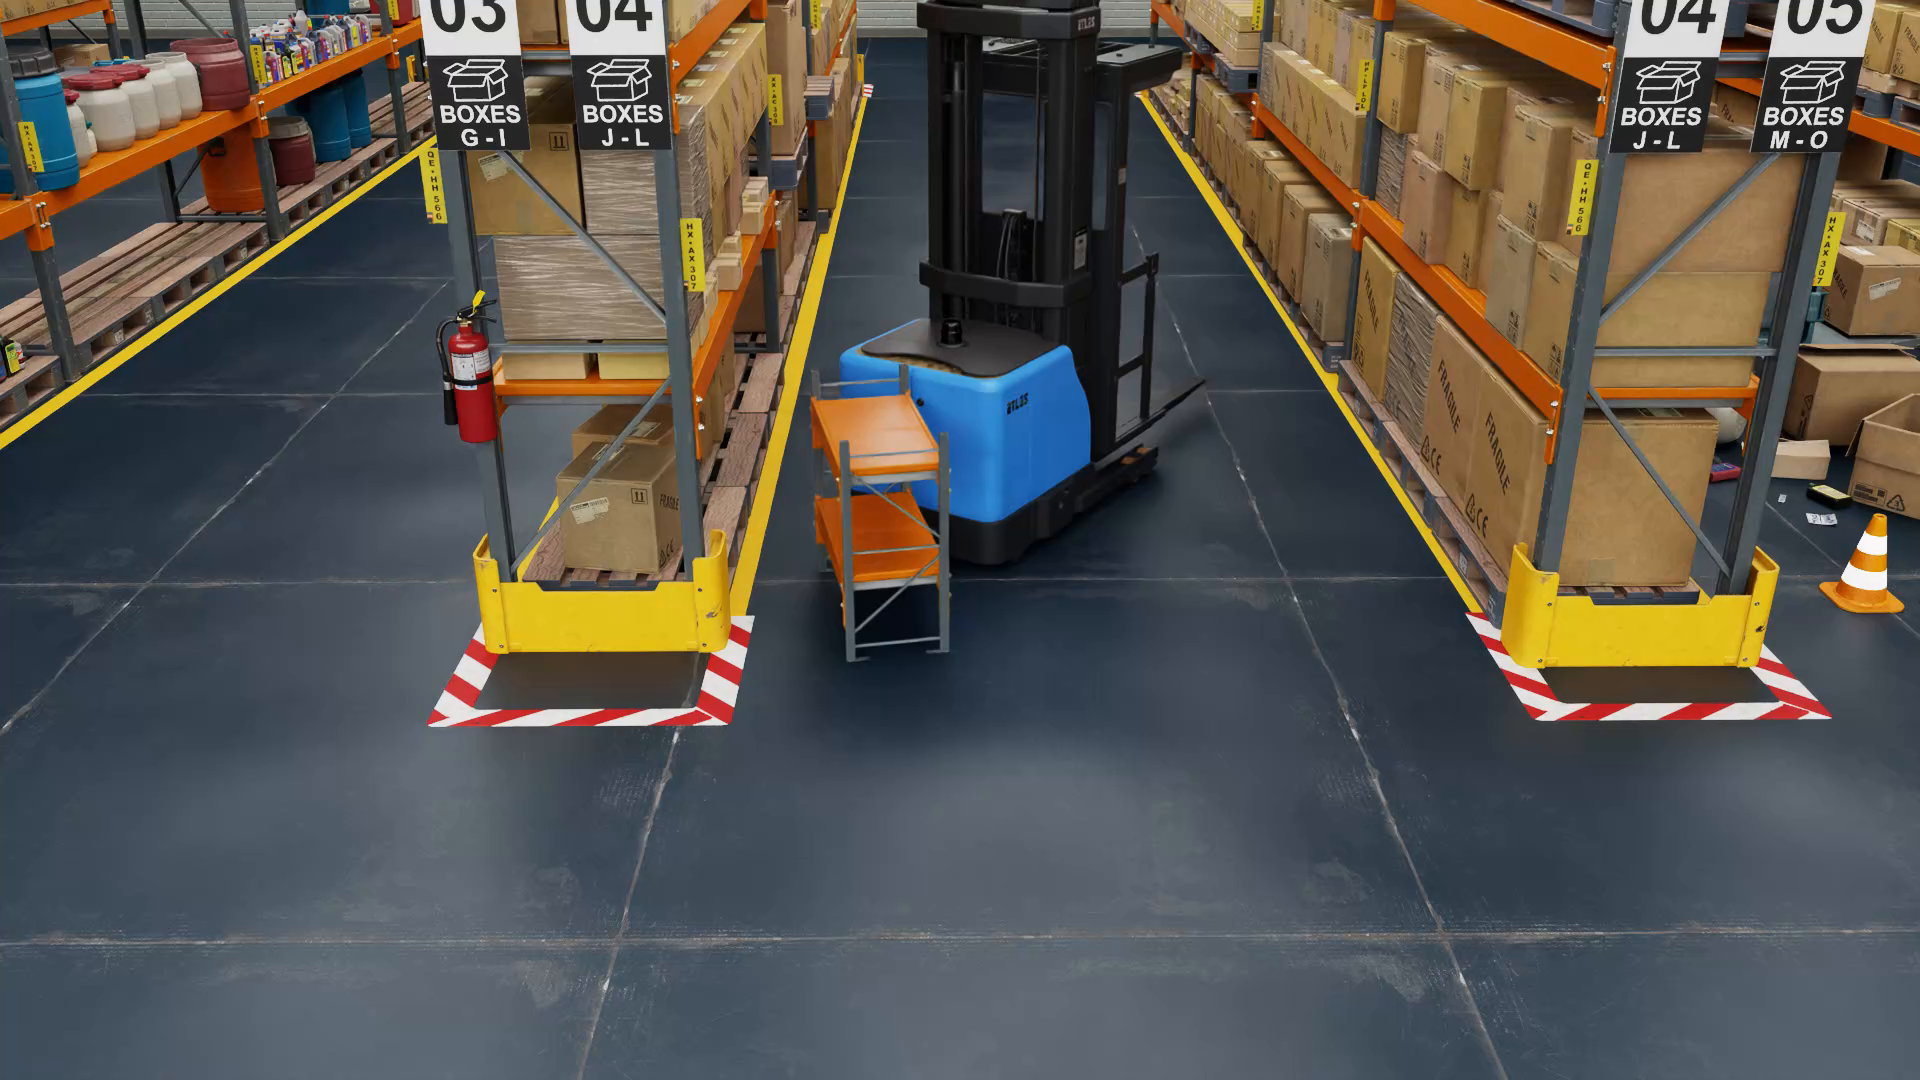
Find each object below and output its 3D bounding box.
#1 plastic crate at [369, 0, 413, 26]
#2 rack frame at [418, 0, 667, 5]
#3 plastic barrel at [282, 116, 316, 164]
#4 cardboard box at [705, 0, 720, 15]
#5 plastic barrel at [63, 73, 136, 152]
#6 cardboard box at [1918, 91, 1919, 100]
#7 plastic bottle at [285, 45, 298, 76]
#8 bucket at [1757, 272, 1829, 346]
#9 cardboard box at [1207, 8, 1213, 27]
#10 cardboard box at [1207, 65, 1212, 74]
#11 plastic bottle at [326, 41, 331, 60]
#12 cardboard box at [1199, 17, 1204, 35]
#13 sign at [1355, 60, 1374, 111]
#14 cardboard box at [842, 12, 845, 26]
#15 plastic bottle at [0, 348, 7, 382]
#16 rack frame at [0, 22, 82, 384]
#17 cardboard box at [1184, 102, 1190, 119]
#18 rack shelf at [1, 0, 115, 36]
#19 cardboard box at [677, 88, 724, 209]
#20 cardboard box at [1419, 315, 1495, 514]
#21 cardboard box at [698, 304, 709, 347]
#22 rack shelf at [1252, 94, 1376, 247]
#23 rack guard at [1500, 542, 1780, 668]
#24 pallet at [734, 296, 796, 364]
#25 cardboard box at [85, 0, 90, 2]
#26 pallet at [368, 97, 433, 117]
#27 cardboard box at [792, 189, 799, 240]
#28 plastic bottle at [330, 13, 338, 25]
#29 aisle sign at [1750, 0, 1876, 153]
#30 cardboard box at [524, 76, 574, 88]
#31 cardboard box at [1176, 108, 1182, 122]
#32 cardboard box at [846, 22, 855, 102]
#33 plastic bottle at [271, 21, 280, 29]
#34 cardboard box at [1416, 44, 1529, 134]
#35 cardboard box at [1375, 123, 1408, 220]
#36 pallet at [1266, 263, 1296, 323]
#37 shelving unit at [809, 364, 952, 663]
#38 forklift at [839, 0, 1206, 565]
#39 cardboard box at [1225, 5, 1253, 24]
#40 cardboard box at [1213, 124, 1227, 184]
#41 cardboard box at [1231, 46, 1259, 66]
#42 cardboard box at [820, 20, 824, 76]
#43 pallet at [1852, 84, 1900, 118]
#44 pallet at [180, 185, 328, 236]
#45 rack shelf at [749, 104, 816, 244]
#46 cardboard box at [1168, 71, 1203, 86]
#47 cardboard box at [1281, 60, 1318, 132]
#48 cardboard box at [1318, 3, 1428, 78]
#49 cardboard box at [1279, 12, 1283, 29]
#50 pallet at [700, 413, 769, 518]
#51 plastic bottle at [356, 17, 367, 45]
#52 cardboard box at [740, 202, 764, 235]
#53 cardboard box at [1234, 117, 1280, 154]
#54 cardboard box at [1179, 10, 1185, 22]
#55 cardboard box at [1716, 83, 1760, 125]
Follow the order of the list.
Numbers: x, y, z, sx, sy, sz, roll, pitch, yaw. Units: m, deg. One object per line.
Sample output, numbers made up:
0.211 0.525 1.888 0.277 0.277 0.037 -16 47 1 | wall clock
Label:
-6.567 -6.208 19.186 0.402 0.464 0.583 0 24 -1 | plastic crate
-1.724 -3.594 6.276 1.000 3.000 0.127 0 24 -1 | rack frame
-6.894 -4.091 17.166 0.421 0.512 0.421 0 24 0 | plastic barrel
-1.484 -2.775 8.287 0.500 0.250 0.500 0 24 -1 | cardboard box
-6.520 -3.246 12.621 0.433 0.535 0.433 0 24 0 | plastic barrel
7.947 -3.585 13.332 0.380 0.149 0.250 1 24 2 | cardboard box
-6.409 -4.602 15.927 0.061 0.283 0.133 0 24 -1 | plastic bottle
5.500 -1.644 11.374 0.726 0.611 0.620 8 16 18 | bucket
2.669 -5.189 16.518 0.380 0.149 0.250 -1 24 -2 | cardboard box
3.286 -5.844 20.759 0.380 0.149 0.250 -1 24 -2 | cardboard box
-6.438 -4.974 16.849 0.097 0.201 0.097 0 24 0 | plastic bottle
2.662 -5.273 17.063 0.380 0.149 0.250 -1 24 -3 | cardboard box
2.650 -2.974 10.877 0.100 0.325 0.005 0 24 -1 | sign
-1.532 -6.031 19.249 0.380 0.149 0.250 1 24 1 | cardboard box
-6.425 -1.216 10.978 0.144 0.351 0.185 -1 24 -2 | plastic bottle
-6.721 -2.486 11.107 1.000 3.000 0.127 0 24 -1 | rack frame
2.784 -4.942 19.126 0.380 0.149 0.250 0 24 0 | cardboard box
-11.783 -6.258 20.320 1.077 0.370 4.000 0 24 -1 | rack shelf
-1.456 -1.931 8.183 0.500 0.500 0.500 0 24 -1 | cardboard box
3.151 -0.706 9.239 0.875 0.875 0.875 -1 24 -1 | cardboard box
-1.460 -1.070 8.282 0.380 0.149 0.250 0 24 -1 | cardboard box
3.171 -2.985 13.084 1.077 0.370 4.000 0 24 -1 | rack shelf
3.237 0.308 7.962 1.175 0.500 0.348 0 24 -1 | rack guard
-1.778 -1.559 12.440 1.003 0.211 1.213 0 24 -1 | pallet
-11.528 -7.272 21.568 0.500 0.500 0.500 0 24 1 | cardboard box
-6.871 -5.319 20.754 1.003 0.211 1.213 0 24 -1 | pallet
-1.784 -2.942 14.615 0.700 0.500 0.500 -2 24 -3 | cardboard box
-6.615 -5.382 17.570 0.144 0.351 0.185 0 24 -1 | plastic bottle
3.537 -1.997 6.872 0.394 0.787 0.004 0 24 -1 | aisle sign
-1.992 -2.134 8.634 0.500 0.500 0.500 0 24 -1 | cardboard box
2.774 -5.054 19.735 0.380 0.149 0.250 -1 24 -2 | cardboard box
-1.802 -6.038 21.029 0.875 0.875 0.875 0 24 -1 | cardboard box
-7.206 -5.333 17.558 0.097 0.271 0.097 0 24 0 | plastic bottle
3.285 -2.671 10.024 0.875 0.550 0.550 0 24 -1 | cardboard box
3.209 -2.405 10.747 0.875 0.550 0.550 0 24 -1 | cardboard box
3.093 -2.040 13.505 1.003 0.211 1.213 0 24 -1 | pallet
-0.405 -0.158 8.234 0.538 1.125 1.048 -5 25 -11 | shelving unit
0.552 -1.763 9.590 1.130 2.935 3.031 15 28 29 | forklift
2.682 -4.897 15.510 0.380 0.149 0.250 0 24 1 | cardboard box
2.857 -3.892 16.738 0.500 0.500 0.500 -1 24 -3 | cardboard box
2.684 -4.415 15.168 0.380 0.149 0.250 0 24 0 | cardboard box
-1.553 -4.616 15.695 0.500 0.500 0.500 -1 24 -2 | cardboard box
8.212 -3.821 14.290 1.213 0.211 1.003 0 24 -1 | pallet
-6.815 -3.189 16.044 1.003 0.211 1.213 0 24 -1 | pallet
-1.790 -3.005 13.127 1.077 0.370 4.000 0 24 -1 | rack shelf
2.754 -5.632 20.290 0.380 0.149 0.250 -1 24 -2 | cardboard box
2.898 -3.579 13.403 0.500 0.500 0.500 0 24 -1 | cardboard box
3.165 -3.823 12.728 0.700 0.500 0.500 0 24 -1 | cardboard box
3.329 -5.081 16.278 0.380 0.149 0.250 0 24 -1 | cardboard box
-1.709 -0.457 10.005 1.003 0.211 1.213 0 24 -1 | pallet
-6.432 -5.473 17.854 0.061 0.283 0.133 0 24 -1 | plastic bottle
-1.422 -1.998 10.332 0.380 0.149 0.250 0 24 -1 | cardboard box
2.880 -3.812 15.652 0.500 0.250 0.500 -1 24 -2 | cardboard box
2.802 -6.222 19.672 0.380 0.149 0.250 -1 24 -3 | cardboard box
8.168 -4.077 16.693 0.875 0.875 0.875 0 24 0 | cardboard box
